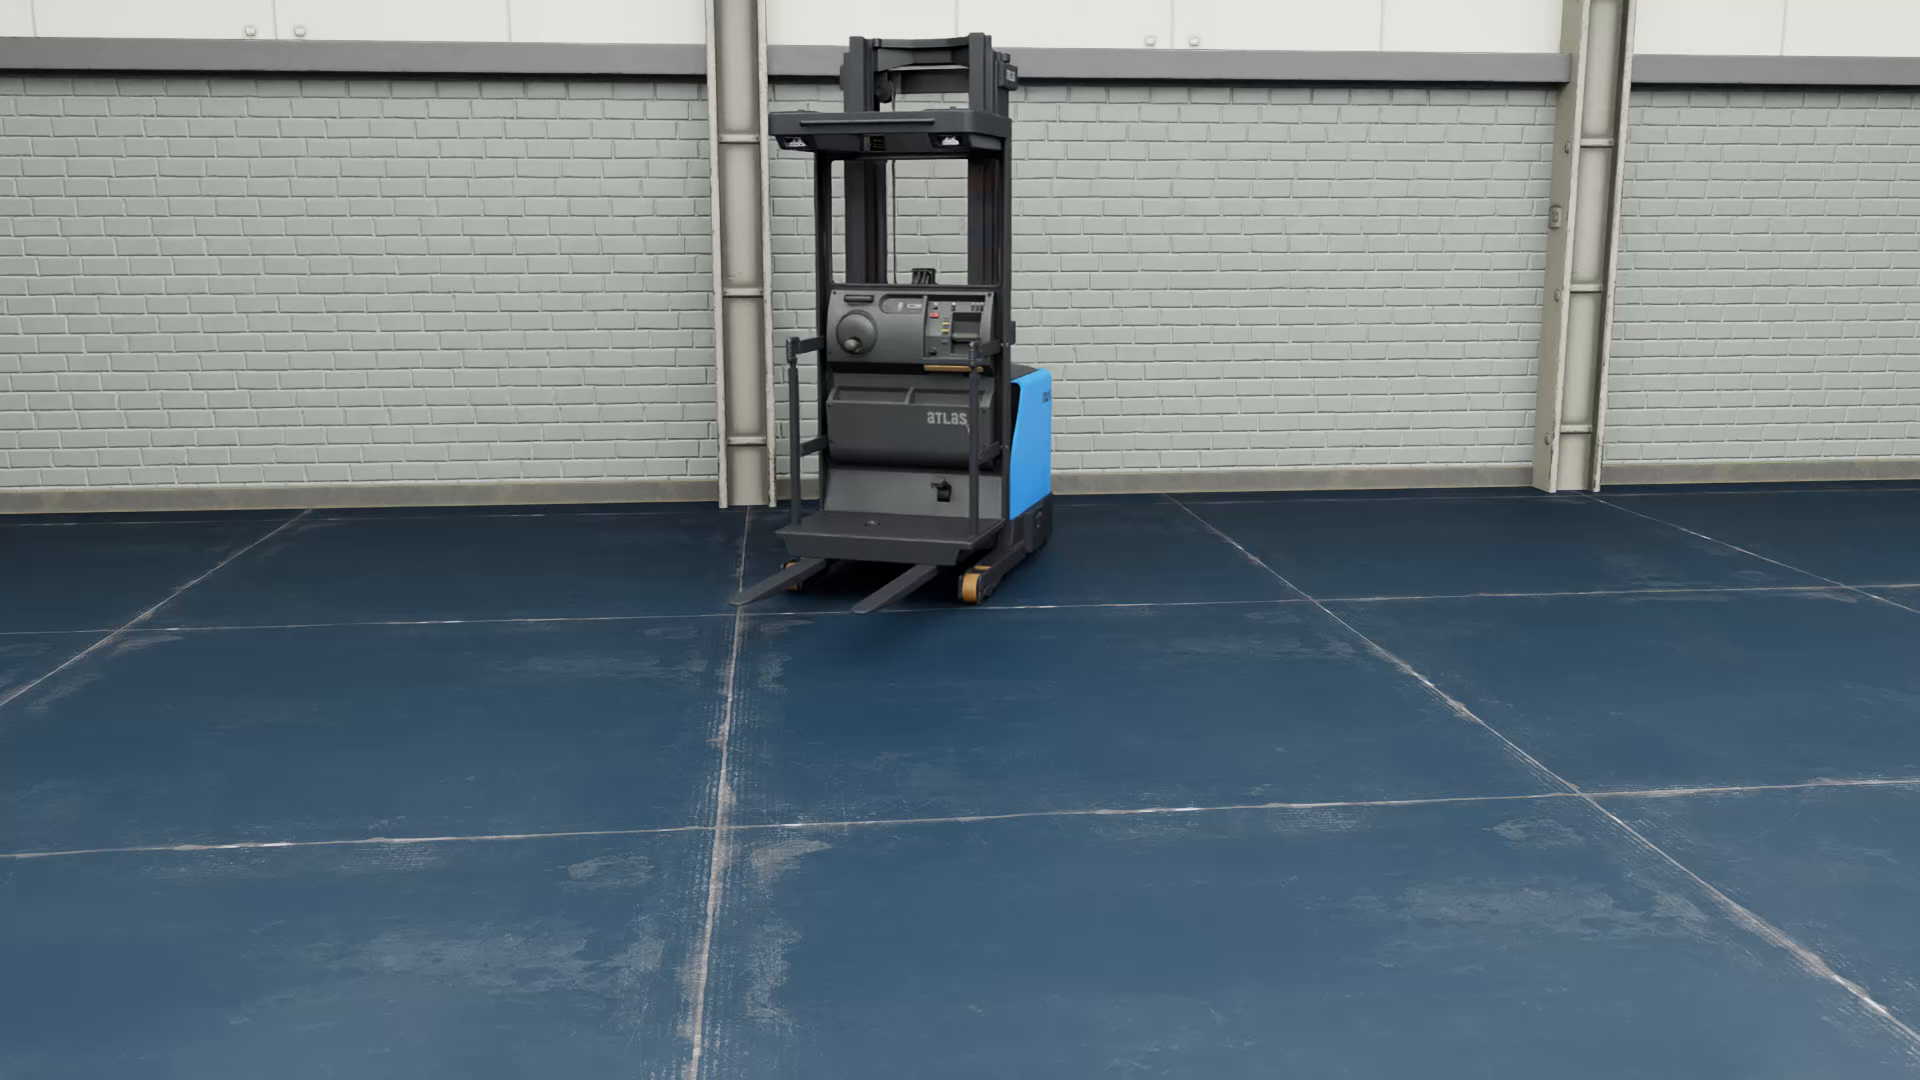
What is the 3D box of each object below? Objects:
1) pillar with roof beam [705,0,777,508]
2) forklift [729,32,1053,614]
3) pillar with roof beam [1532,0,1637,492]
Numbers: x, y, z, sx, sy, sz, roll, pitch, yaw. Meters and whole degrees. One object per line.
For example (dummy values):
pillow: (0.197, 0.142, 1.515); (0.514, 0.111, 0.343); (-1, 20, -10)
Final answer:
pillar with roof beam: (-1.021, -3.847, 6.606); (0.400, 9.000, 9.100); (-1, 11, -6)
forklift: (-0.329, -1.188, 8.811); (1.130, 2.935, 3.031); (3, 12, 16)
pillar with roof beam: (4.944, -3.972, 7.242); (0.400, 9.000, 9.100); (-1, 11, -6)
